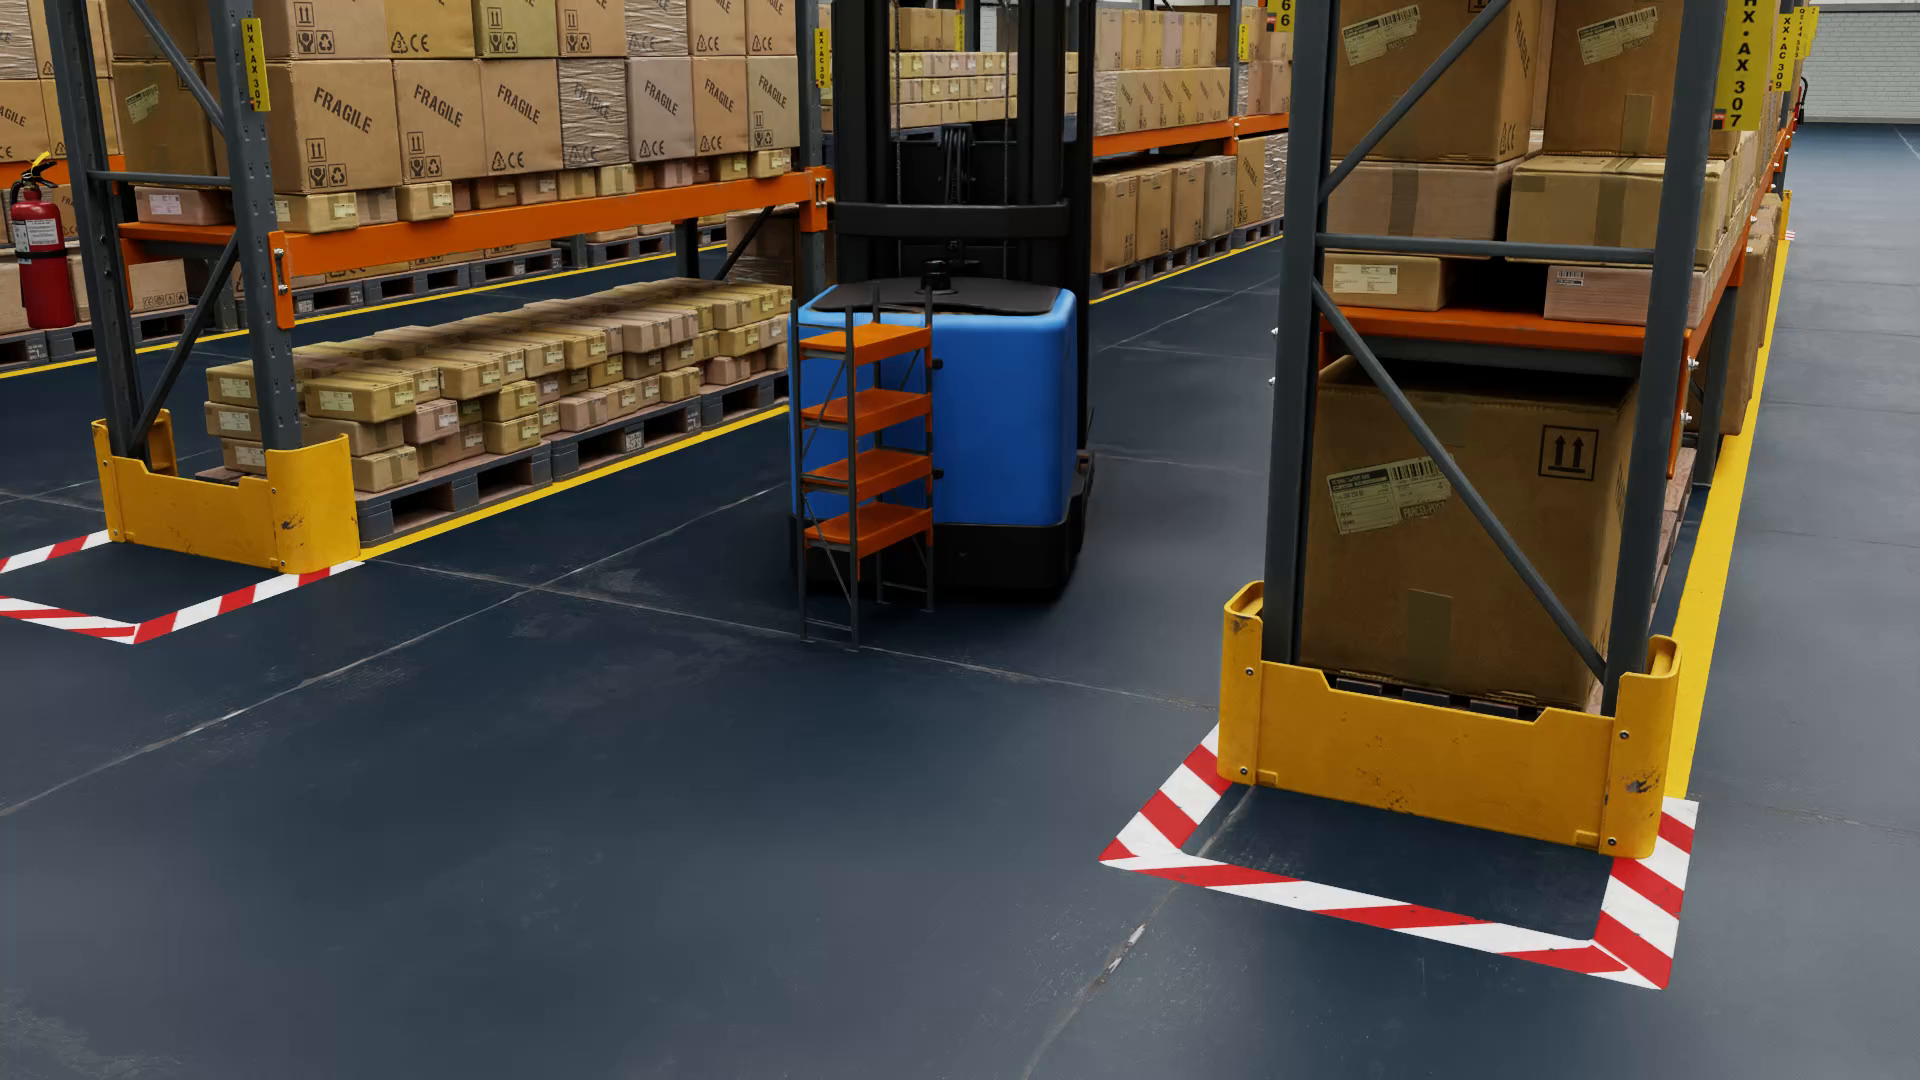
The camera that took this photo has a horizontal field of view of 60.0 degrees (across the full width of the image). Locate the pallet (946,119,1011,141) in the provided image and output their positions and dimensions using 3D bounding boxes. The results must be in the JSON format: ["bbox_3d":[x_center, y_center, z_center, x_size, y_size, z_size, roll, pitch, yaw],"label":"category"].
[{"bbox_3d":[-0.340,-2.829,11.617,1.003,0.211,1.213,8,18,25],"label":"pallet"}]

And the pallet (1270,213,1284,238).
[{"bbox_3d":[3.249,-3.608,18.801,1.003,0.211,1.213,8,18,25],"label":"pallet"}]

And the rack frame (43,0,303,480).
[{"bbox_3d":[-3.067,-1.393,6.444,1.000,3.000,0.127,8,18,25],"label":"rack frame"}]

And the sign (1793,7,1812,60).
[{"bbox_3d":[5.398,-3.259,10.694,0.100,0.325,0.005,8,18,25],"label":"sign"}]

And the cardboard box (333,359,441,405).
[{"bbox_3d":[-2.513,-0.688,7.298,0.380,0.149,0.250,8,19,26],"label":"cardboard box"}]

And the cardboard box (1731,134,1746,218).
[{"bbox_3d":[2.464,-1.289,5.836,0.500,0.250,0.500,8,18,24],"label":"cardboard box"}]

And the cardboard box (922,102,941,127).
[{"bbox_3d":[-0.345,-2.732,10.659,0.380,0.149,0.250,8,18,26],"label":"cardboard box"}]

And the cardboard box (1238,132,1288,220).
[{"bbox_3d":[3.038,-4.013,18.262,0.875,0.875,0.875,8,18,26],"label":"cardboard box"}]

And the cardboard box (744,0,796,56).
[{"bbox_3d":[-1.248,-2.927,9.157,0.500,0.500,0.500,7,18,23],"label":"cardboard box"}]

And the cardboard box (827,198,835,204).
[{"bbox_3d":[-0.708,-2.261,11.706,0.500,0.250,0.500,7,18,23],"label":"cardboard box"}]

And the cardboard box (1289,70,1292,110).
[{"bbox_3d":[3.368,-5.170,18.899,0.875,0.550,0.550,8,18,25],"label":"cardboard box"}]

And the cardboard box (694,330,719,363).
[{"bbox_3d":[-1.550,-1.076,9.125,0.380,0.149,0.250,8,18,26],"label":"cardboard box"}]

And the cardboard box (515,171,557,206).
[{"bbox_3d":[-2.112,-1.653,7.764,0.380,0.149,0.250,8,18,24],"label":"cardboard box"}]

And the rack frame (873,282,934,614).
[{"bbox_3d":[-0.203,-0.322,6.002,0.240,1.200,0.015,10,19,29],"label":"rack frame"}]

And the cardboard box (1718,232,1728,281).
[{"bbox_3d":[2.236,-0.926,5.314,0.380,0.149,0.250,8,18,24],"label":"cardboard box"}]

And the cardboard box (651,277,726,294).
[{"bbox_3d":[-1.619,-1.470,9.930,0.380,0.149,0.250,9,19,28],"label":"cardboard box"}]

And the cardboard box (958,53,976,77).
[{"bbox_3d":[-0.115,-3.149,11.016,0.380,0.149,0.250,9,19,27],"label":"cardboard box"}]

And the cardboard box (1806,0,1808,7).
[{"bbox_3d":[8.006,-5.054,16.319,0.500,0.500,0.500,8,18,25],"label":"cardboard box"}]

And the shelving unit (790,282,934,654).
[{"bbox_3d":[-0.328,-0.262,5.801,0.258,1.200,0.503,10,19,29],"label":"shelving unit"}]

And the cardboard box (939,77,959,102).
[{"bbox_3d":[-0.229,-2.944,10.849,0.380,0.149,0.250,9,19,28],"label":"cardboard box"}]

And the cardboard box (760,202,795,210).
[{"bbox_3d":[-2.411,-3.861,18.633,0.950,0.372,0.625,8,18,26],"label":"cardboard box"}]

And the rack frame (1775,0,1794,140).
[{"bbox_3d":[4.900,-2.773,11.094,1.000,3.000,0.127,8,18,25],"label":"rack frame"}]

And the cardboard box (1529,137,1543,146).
[{"bbox_3d":[1.759,-1.222,5.613,0.500,0.250,0.500,7,18,24],"label":"cardboard box"}]

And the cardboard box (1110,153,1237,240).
[{"bbox_3d":[2.098,-3.402,16.425,1.050,0.750,0.750,8,18,25],"label":"cardboard box"}]

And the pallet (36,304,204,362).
[{"bbox_3d":[-6.163,-1.495,11.687,1.003,0.211,1.213,8,18,25],"label":"pallet"}]

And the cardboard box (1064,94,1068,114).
[{"bbox_3d":[0.586,-3.264,12.449,0.380,0.149,0.250,8,18,25],"label":"cardboard box"}]

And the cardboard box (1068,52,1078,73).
[{"bbox_3d":[0.699,-3.613,12.580,0.380,0.149,0.250,7,18,23],"label":"cardboard box"}]

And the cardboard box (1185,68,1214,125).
[{"bbox_3d":[2.075,-4.201,15.726,0.500,0.500,0.500,8,18,25],"label":"cardboard box"}]

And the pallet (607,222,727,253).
[{"bbox_3d":[-3.069,-3.206,17.448,1.003,0.211,1.213,8,18,25],"label":"pallet"}]

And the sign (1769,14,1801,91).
[{"bbox_3d":[3.610,-2.137,7.293,0.100,0.325,0.005,8,18,25],"label":"sign"}]

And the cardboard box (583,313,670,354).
[{"bbox_3d":[-1.723,-1.066,8.570,0.380,0.149,0.250,7,18,23],"label":"cardboard box"}]

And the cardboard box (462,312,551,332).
[{"bbox_3d":[-2.340,-1.075,8.600,0.380,0.149,0.250,8,18,26],"label":"cardboard box"}]

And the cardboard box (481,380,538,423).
[{"bbox_3d":[-2.188,-0.658,7.720,0.380,0.149,0.250,9,19,27],"label":"cardboard box"}]

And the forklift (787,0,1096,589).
[{"bbox_3d":[0.043,-1.597,7.254,1.130,2.935,3.031,2,17,7],"label":"forklift"}]

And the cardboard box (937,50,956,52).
[{"bbox_3d":[-0.387,-6.089,21.559,0.500,0.500,0.500,8,18,24],"label":"cardboard box"}]

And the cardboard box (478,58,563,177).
[{"bbox_3d":[-2.173,-1.925,7.539,0.500,0.500,0.500,8,18,26],"label":"cardboard box"}]

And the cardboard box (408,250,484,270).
[{"bbox_3d":[-4.751,-2.825,14.262,0.875,0.875,0.875,8,18,26],"label":"cardboard box"}]

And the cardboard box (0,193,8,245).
[{"bbox_3d":[-9.322,-3.007,15.533,0.500,0.500,0.500,8,18,24],"label":"cardboard box"}]

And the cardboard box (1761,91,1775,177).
[{"bbox_3d":[4.216,-2.276,9.243,0.500,0.500,0.500,8,19,26],"label":"cardboard box"}]

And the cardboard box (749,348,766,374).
[{"bbox_3d":[-1.341,-1.047,9.552,0.380,0.149,0.250,9,19,27],"label":"cardboard box"}]

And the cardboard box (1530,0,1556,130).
[{"bbox_3d":[2.214,-1.838,6.367,0.500,0.500,0.500,7,18,24],"label":"cardboard box"}]

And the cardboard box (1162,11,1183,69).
[{"bbox_3d":[1.624,-4.589,15.275,0.700,0.500,0.500,8,18,26],"label":"cardboard box"}]

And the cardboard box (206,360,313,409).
[{"bbox_3d":[-3.057,-0.679,7.268,0.380,0.149,0.250,8,18,26],"label":"cardboard box"}]

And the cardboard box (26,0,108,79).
[{"bbox_3d":[-5.951,-3.259,10.797,0.500,0.500,0.500,8,18,25],"label":"cardboard box"}]

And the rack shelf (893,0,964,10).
[{"bbox_3d":[-1.285,-6.656,20.160,1.077,0.370,4.000,8,18,25],"label":"rack shelf"}]

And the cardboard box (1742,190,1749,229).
[{"bbox_3d":[2.925,-1.318,6.636,0.380,0.149,0.250,8,19,26],"label":"cardboard box"}]

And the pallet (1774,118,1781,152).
[{"bbox_3d":[5.123,-2.877,11.778,1.213,0.211,1.003,8,18,25],"label":"pallet"}]

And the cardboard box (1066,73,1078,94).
[{"bbox_3d":[0.694,-3.470,12.620,0.380,0.149,0.250,9,19,27],"label":"cardboard box"}]

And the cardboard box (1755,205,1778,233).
[{"bbox_3d":[4.168,-1.557,9.993,1.225,0.875,0.875,8,18,26],"label":"cardboard box"}]

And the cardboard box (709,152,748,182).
[{"bbox_3d":[-1.388,-2.048,9.094,0.380,0.149,0.250,9,19,28],"label":"cardboard box"}]

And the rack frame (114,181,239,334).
[{"bbox_3d":[-5.753,-3.015,11.909,1.000,3.000,0.127,8,18,25],"label":"rack frame"}]

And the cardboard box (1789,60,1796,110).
[{"bbox_3d":[6.944,-4.090,14.827,0.875,0.500,0.500,8,18,25],"label":"cardboard box"}]

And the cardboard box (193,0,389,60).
[{"bbox_3d":[-2.629,-2.143,6.517,0.500,0.500,0.500,8,18,25],"label":"cardboard box"}]

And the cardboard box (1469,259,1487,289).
[{"bbox_3d":[1.418,-0.878,5.155,0.380,0.149,0.250,8,18,26],"label":"cardboard box"}]

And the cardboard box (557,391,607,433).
[{"bbox_3d":[-1.968,-0.642,8.187,0.380,0.149,0.250,7,18,23],"label":"cardboard box"}]

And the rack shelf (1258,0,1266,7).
[{"bbox_3d":[3.189,-6.052,18.126,1.077,0.370,4.000,8,18,25],"label":"rack shelf"}]
